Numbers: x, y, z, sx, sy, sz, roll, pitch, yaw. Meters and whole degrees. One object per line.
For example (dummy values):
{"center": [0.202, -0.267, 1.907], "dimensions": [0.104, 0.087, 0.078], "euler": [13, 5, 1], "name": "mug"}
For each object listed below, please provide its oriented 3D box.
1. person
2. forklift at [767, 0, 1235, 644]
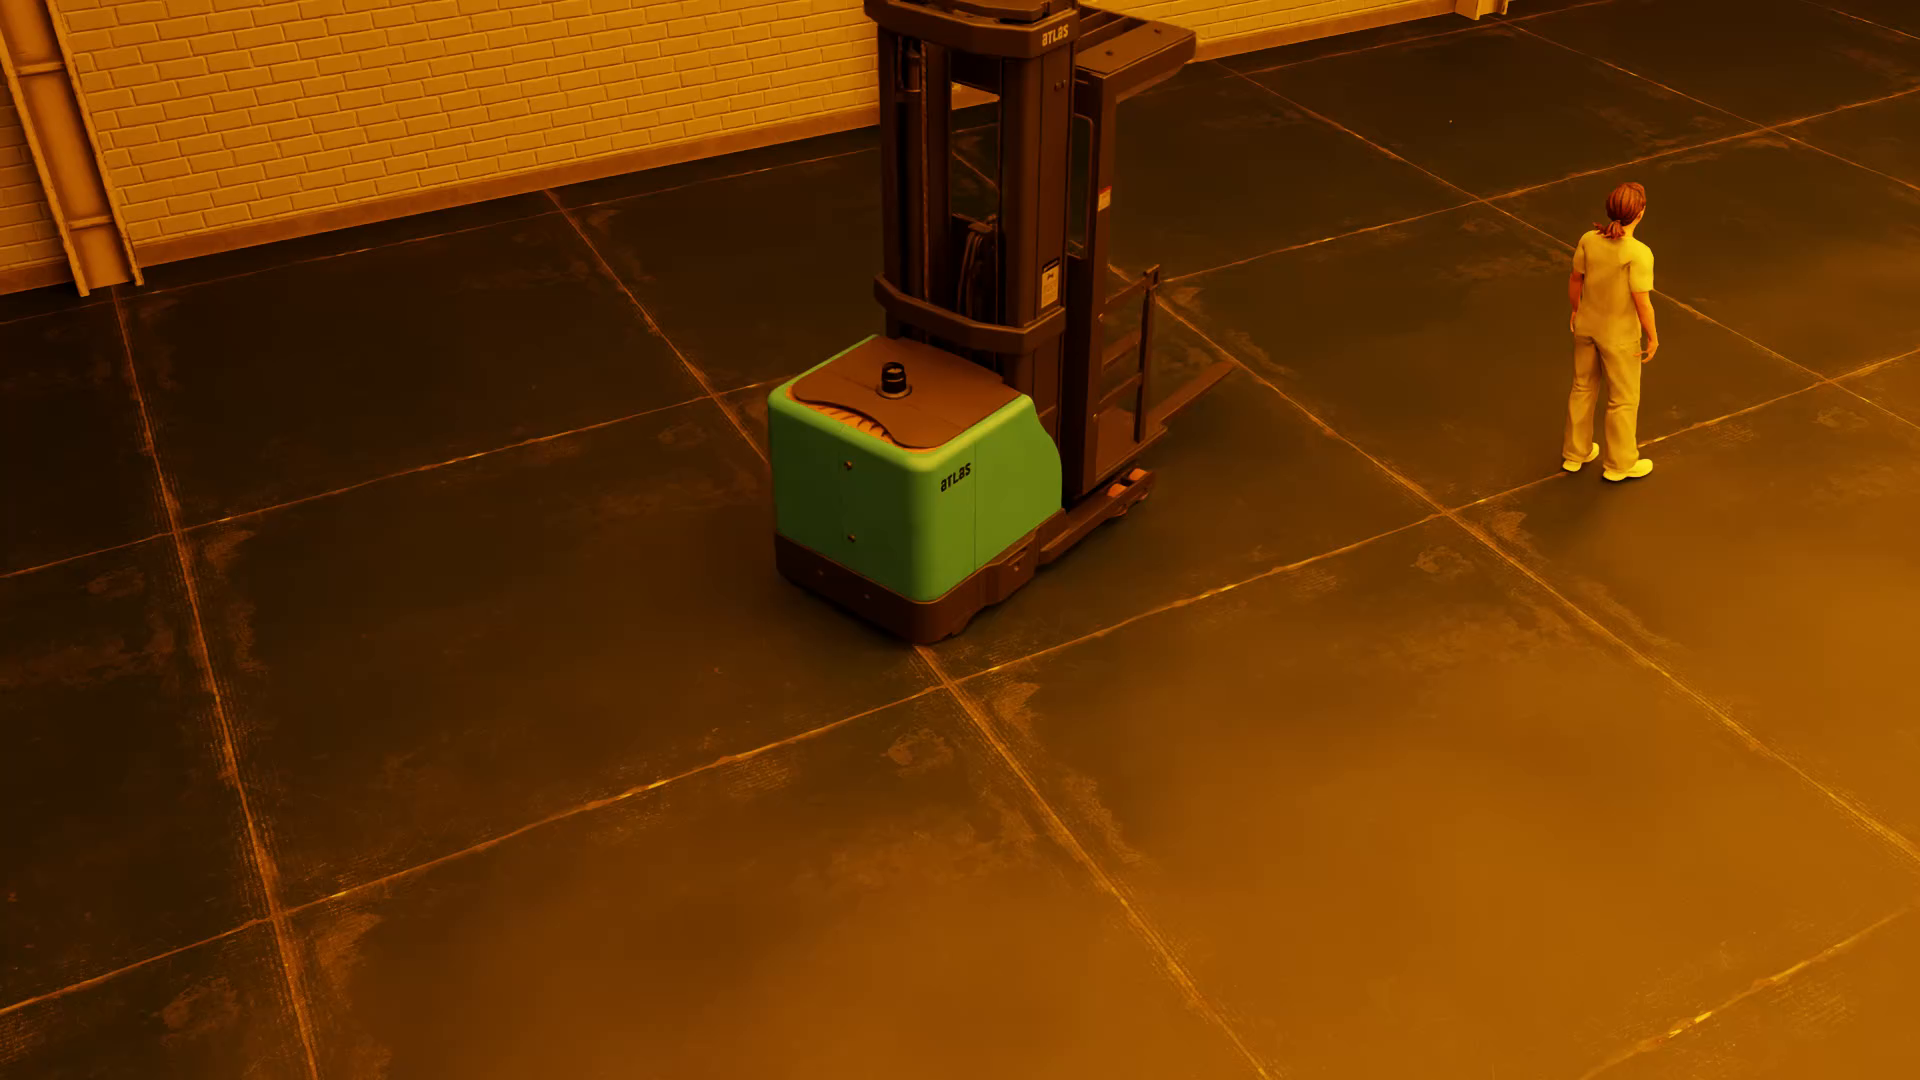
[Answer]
{"center": [3.461, -1.102, 8.767], "dimensions": [0.549, 1.664, 0.548], "euler": [-21, 40, -26], "name": "person"}
{"center": [0.397, -1.490, 8.232], "dimensions": [1.130, 2.935, 3.031], "euler": [25, 42, 31], "name": "forklift"}
